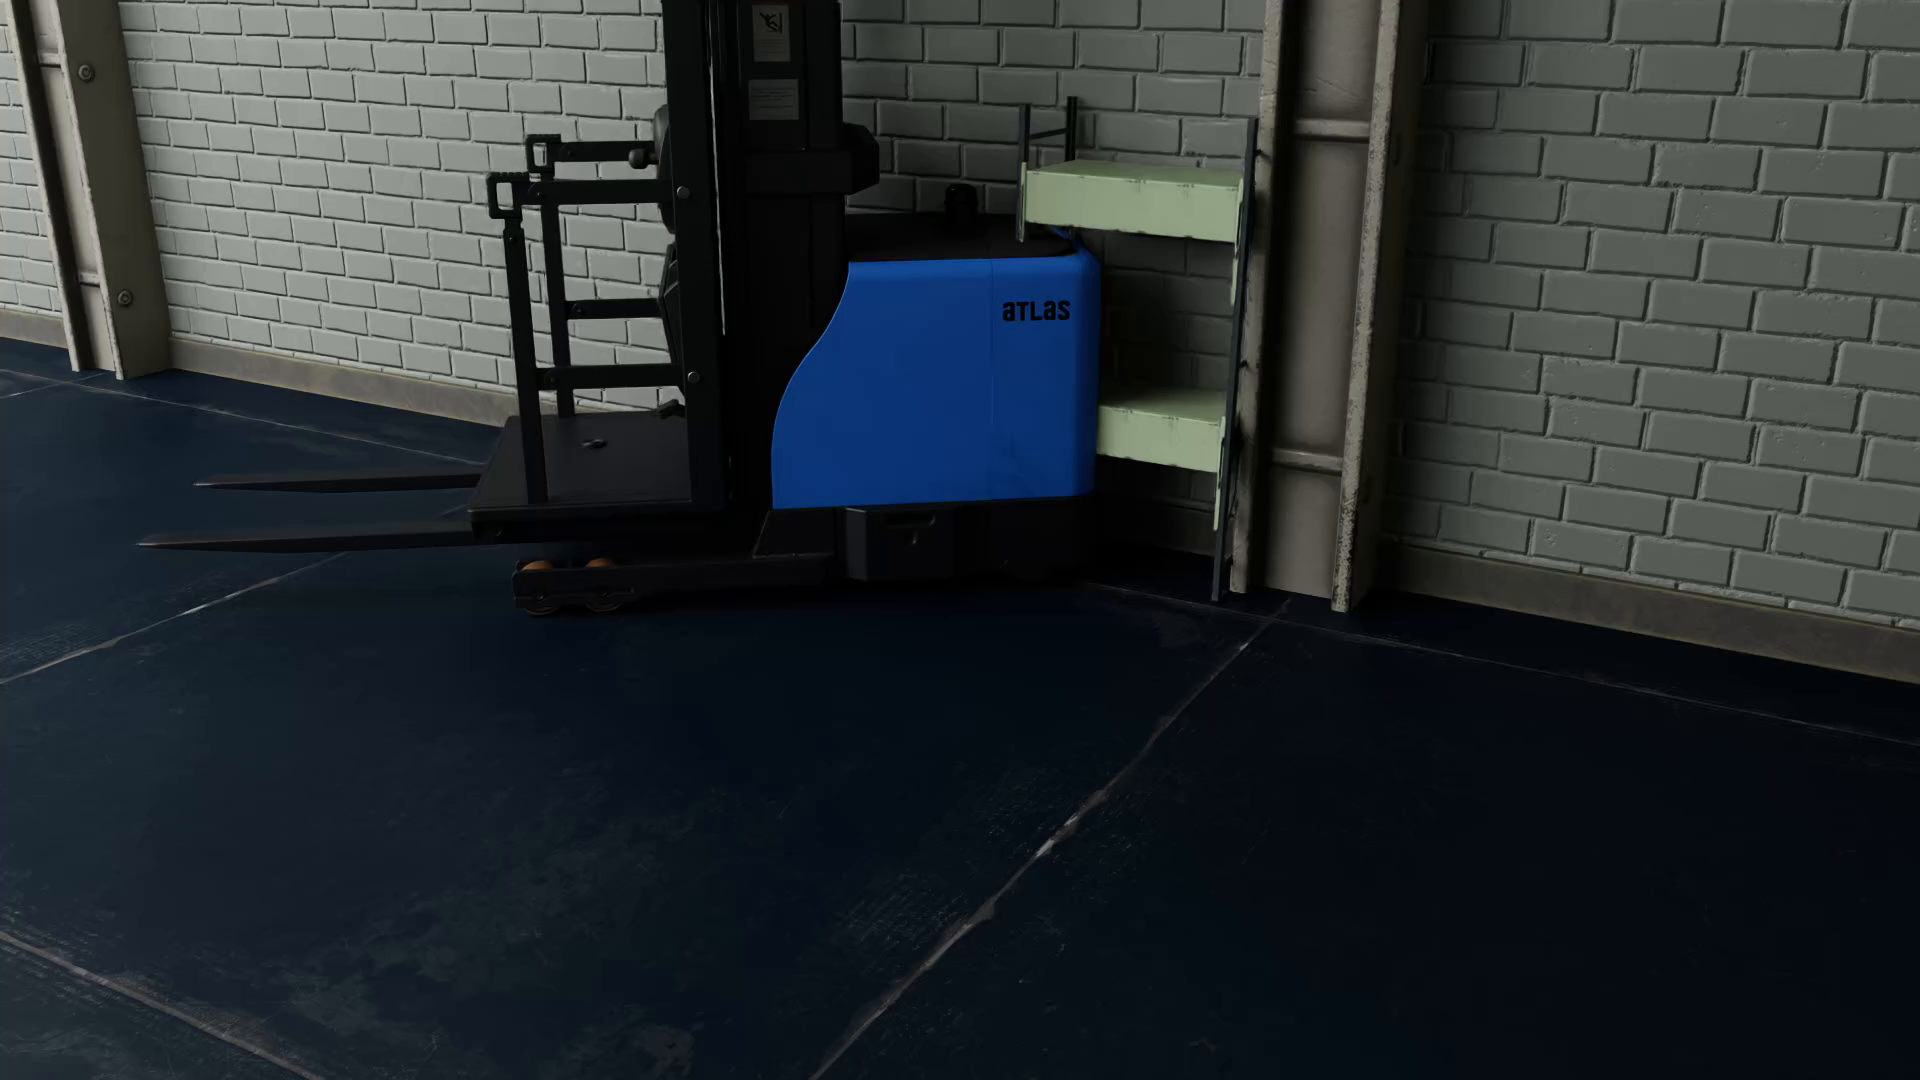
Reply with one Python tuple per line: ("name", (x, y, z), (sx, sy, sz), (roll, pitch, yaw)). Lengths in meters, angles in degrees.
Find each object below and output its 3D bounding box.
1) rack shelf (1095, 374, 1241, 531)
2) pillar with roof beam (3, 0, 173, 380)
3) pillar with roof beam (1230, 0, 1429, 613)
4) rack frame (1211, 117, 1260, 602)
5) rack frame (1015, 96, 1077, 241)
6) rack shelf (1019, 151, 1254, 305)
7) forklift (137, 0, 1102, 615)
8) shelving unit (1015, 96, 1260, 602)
("rack shelf", (0.587, -0.322, 5.490), (0.720, 0.370, 0.431), (11, 21, 25))
("pillar with roof beam", (-6.213, -3.795, 3.131), (0.400, 9.000, 9.100), (11, 23, 27))
("pillar with roof beam", (-0.975, -2.797, 0.380), (0.400, 9.000, 9.100), (11, 23, 27))
("rack frame", (0.919, -0.568, 5.227), (0.023, 1.500, 0.400), (11, 21, 25))
("rack frame", (0.268, -0.692, 5.539), (0.023, 1.500, 0.400), (11, 21, 25))
("rack shelf", (0.602, -0.998, 5.254), (0.720, 0.370, 0.431), (11, 21, 25))
("forklift", (-1.103, -1.334, 5.244), (3.031, 2.935, 1.130), (-3, 20, -7))
("shelving unit", (0.594, -0.630, 5.383), (0.755, 1.500, 0.431), (11, 21, 25))
